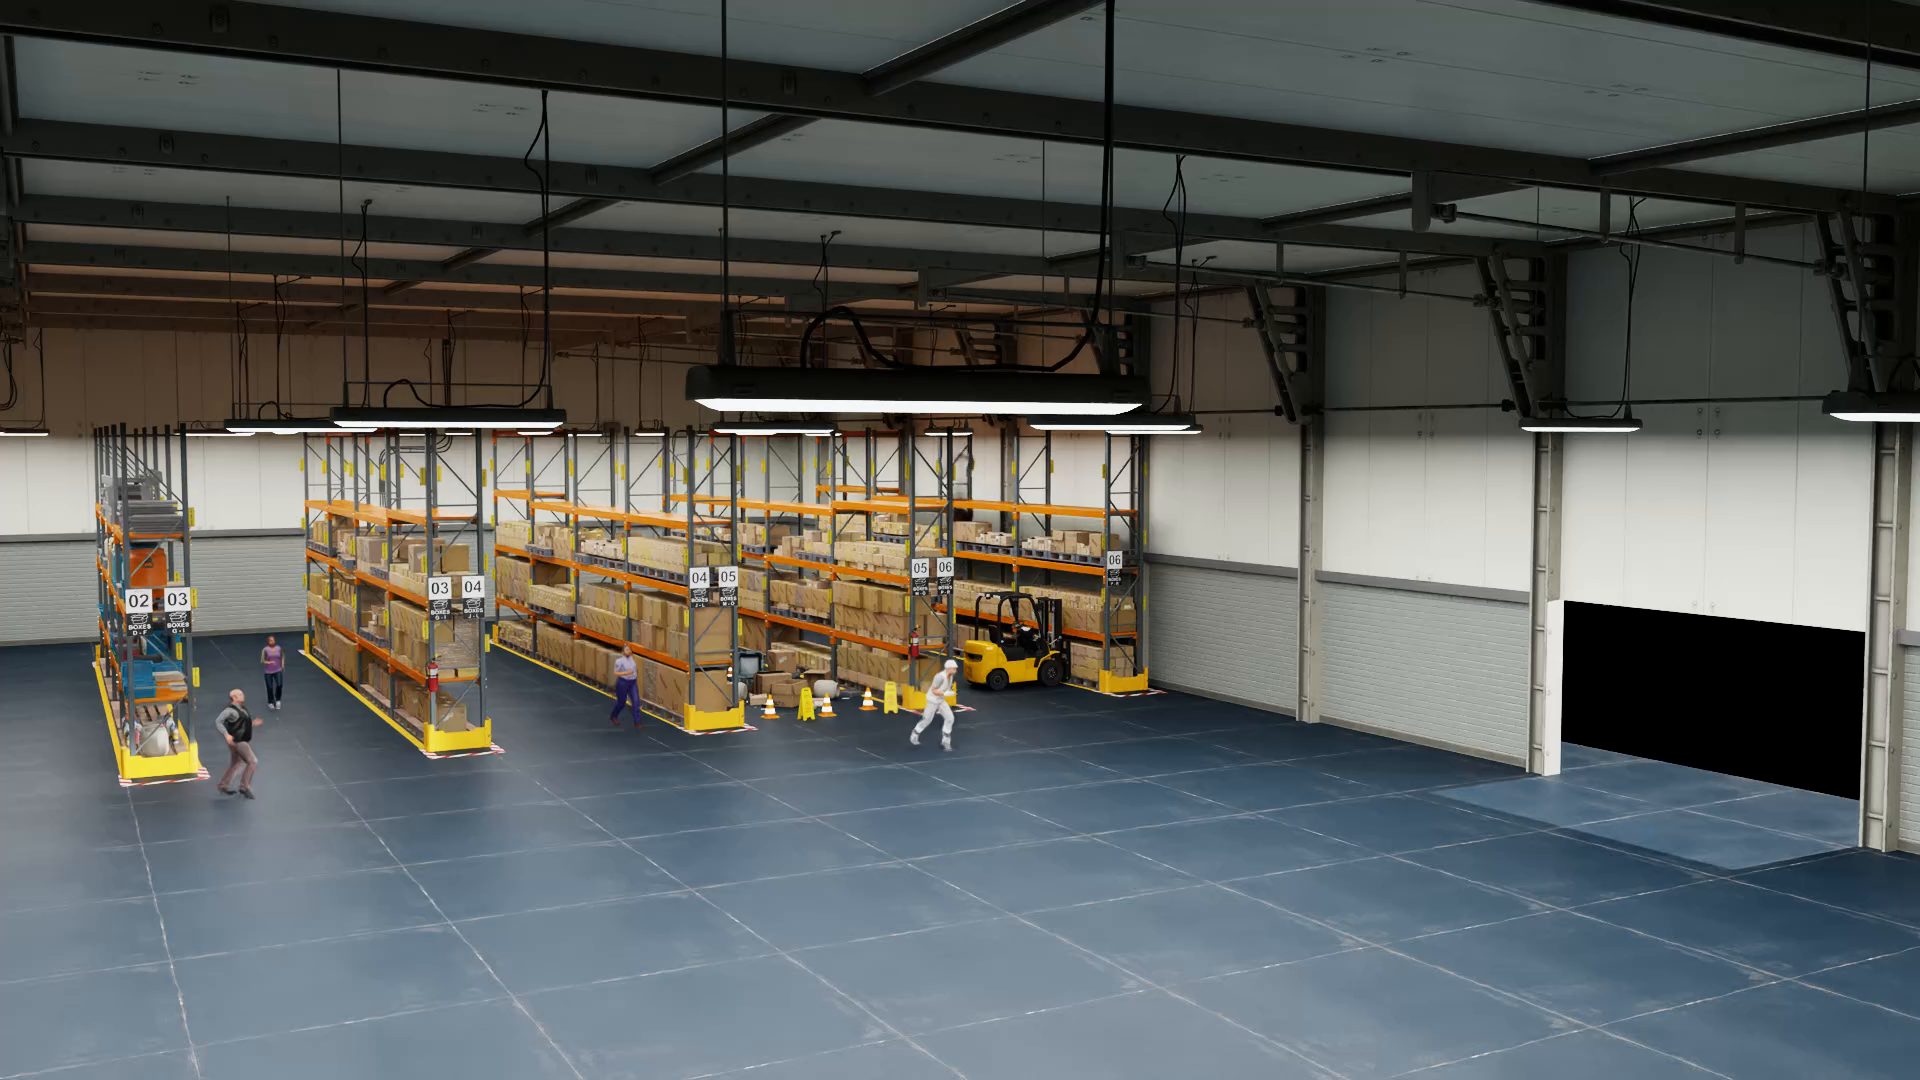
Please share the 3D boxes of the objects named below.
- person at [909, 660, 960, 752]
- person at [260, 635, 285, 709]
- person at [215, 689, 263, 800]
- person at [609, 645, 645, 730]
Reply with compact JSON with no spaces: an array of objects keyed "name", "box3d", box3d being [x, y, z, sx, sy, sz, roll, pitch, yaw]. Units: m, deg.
[{"name":"person","box3d":[-0.466,3.048,30.660,1.033,1.729,0.705,2,4,29]},{"name":"person","box3d":[-14.476,2.844,35.075,0.510,1.470,0.636,-2,4,-31]},{"name":"person","box3d":[-11.482,3.263,26.478,0.749,1.776,0.623,-1,3,-9]},{"name":"person","box3d":[-6.593,2.896,32.847,0.880,1.672,0.599,3,5,41]}]
